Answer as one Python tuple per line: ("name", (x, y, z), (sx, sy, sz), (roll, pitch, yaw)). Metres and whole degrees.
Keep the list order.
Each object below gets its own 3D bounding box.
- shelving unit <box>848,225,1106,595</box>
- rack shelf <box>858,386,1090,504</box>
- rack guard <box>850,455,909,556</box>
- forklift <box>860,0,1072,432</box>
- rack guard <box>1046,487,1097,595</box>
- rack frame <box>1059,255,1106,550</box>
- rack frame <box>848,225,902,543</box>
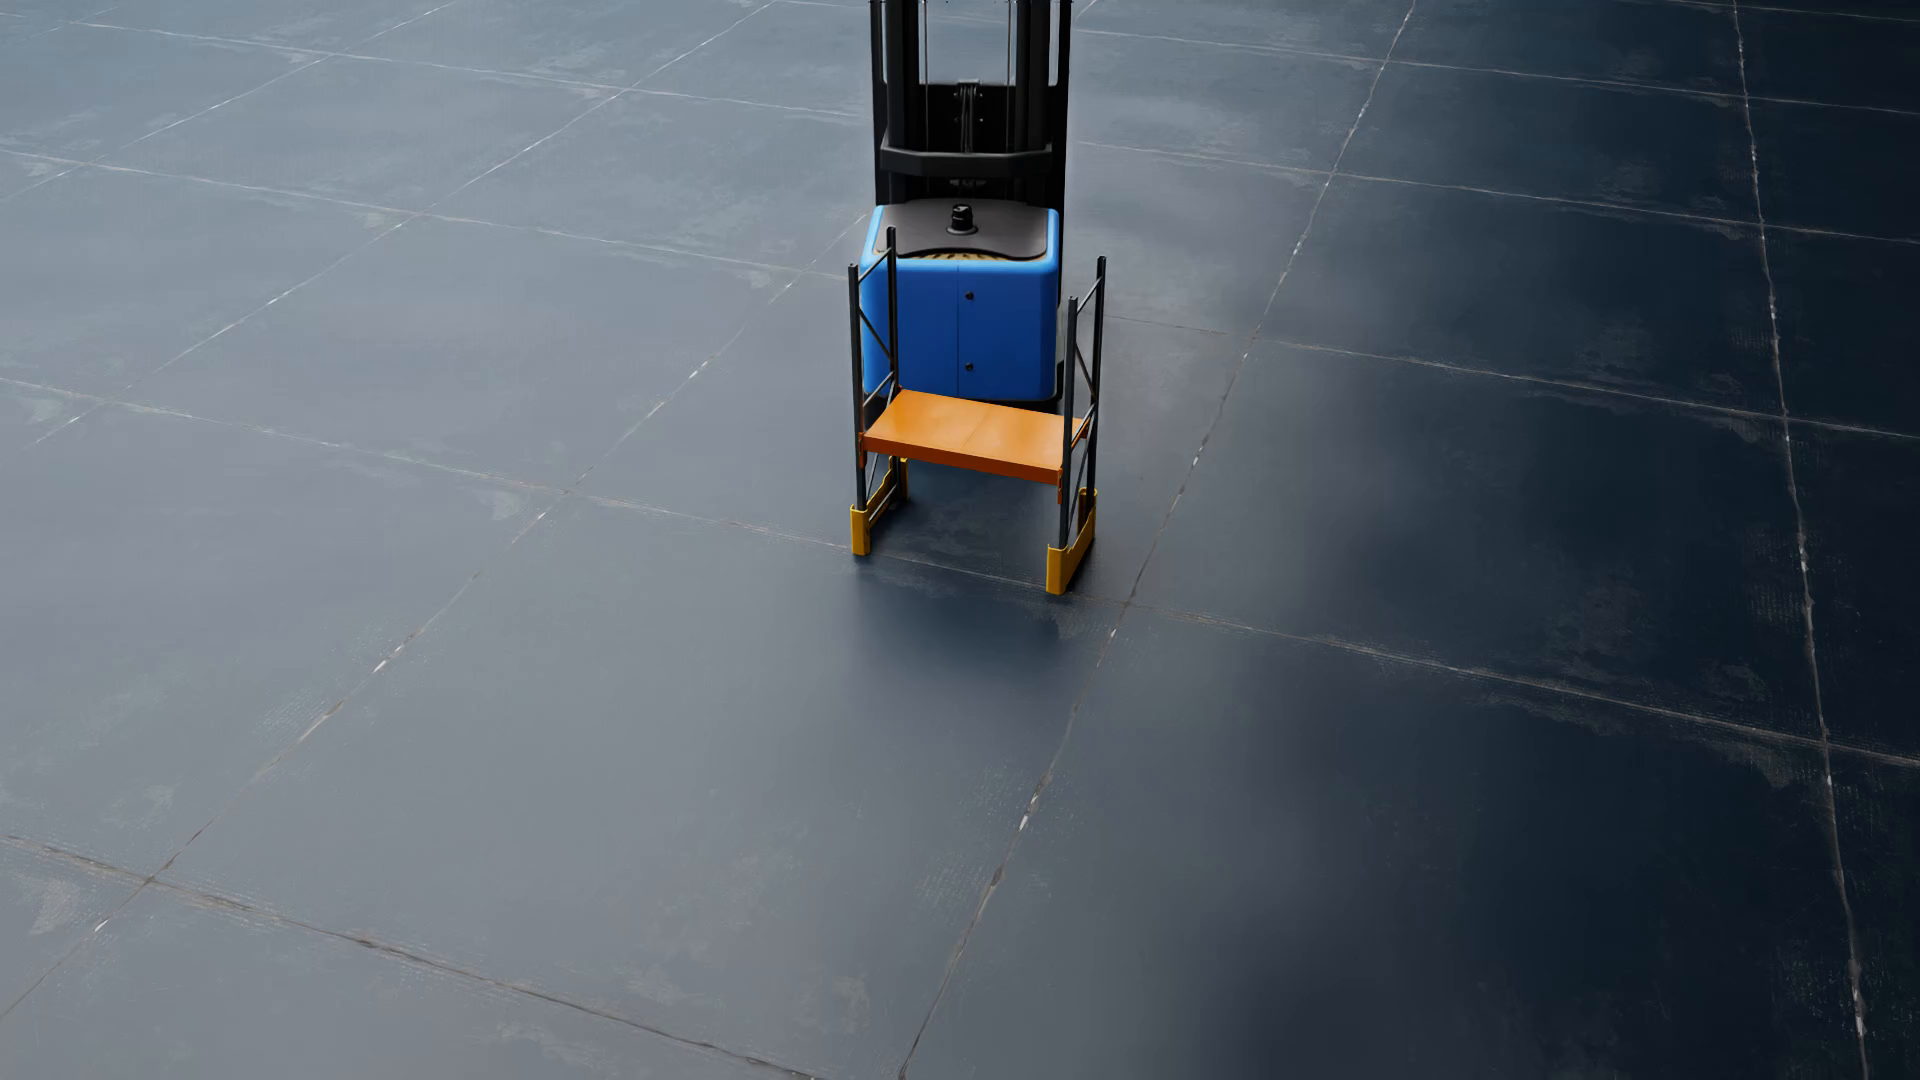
("shelving unit", (0.072, -0.616, 7.822), (1.083, 1.500, 0.587), (11, 34, 16))
("rack shelf", (0.080, -0.463, 7.917), (1.000, 0.185, 0.538), (11, 34, 16))
("rack guard", (-0.397, -0.182, 8.302), (0.087, 0.250, 0.587), (11, 34, 16))
("forklift", (0.072, -2.540, 9.482), (1.130, 2.935, 3.031), (2, 33, 3))
("rack guard", (0.541, 0.000, 8.019), (0.087, 0.250, 0.587), (11, 34, 16))
("rack frame", (0.559, -0.521, 7.675), (0.032, 1.500, 0.500), (11, 34, 16))
("rack frame", (-0.398, -0.707, 7.963), (0.032, 1.500, 0.500), (11, 34, 16))
